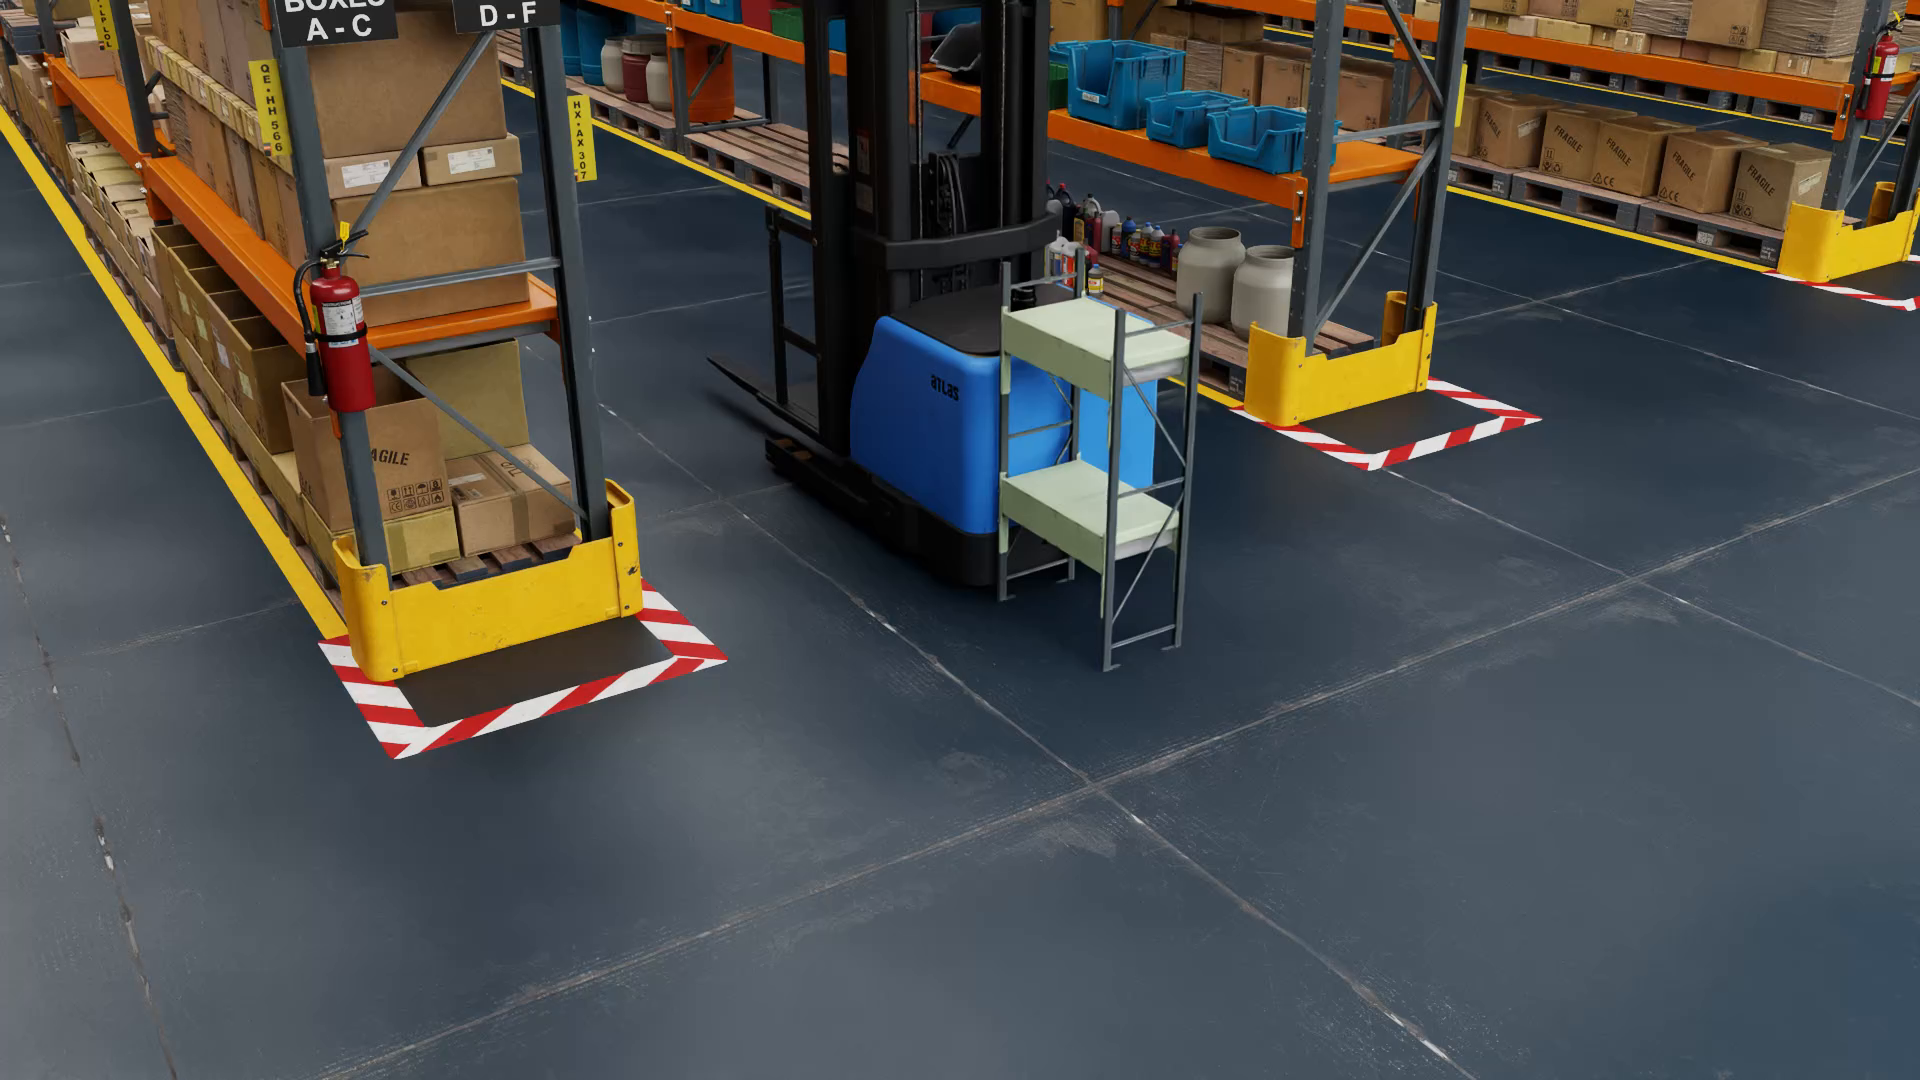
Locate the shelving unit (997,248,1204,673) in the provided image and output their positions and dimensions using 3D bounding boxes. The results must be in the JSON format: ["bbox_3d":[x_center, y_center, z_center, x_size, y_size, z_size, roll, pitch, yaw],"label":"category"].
[{"bbox_3d":[0.533,-0.328,6.689,0.431,1.500,0.755,-16,29,-30],"label":"shelving unit"}]

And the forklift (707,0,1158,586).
[{"bbox_3d":[-0.334,-1.708,7.936,1.130,2.935,3.031,-16,29,-30],"label":"forklift"}]

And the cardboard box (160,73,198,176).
[{"bbox_3d":[-3.866,-2.309,9.011,0.700,0.500,0.500,-16,30,-31],"label":"cardboard box"}]

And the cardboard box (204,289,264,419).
[{"bbox_3d":[-3.302,-0.932,8.062,0.500,0.500,0.500,-16,29,-30],"label":"cardboard box"}]

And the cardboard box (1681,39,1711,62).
[{"bbox_3d":[5.503,-3.597,12.151,0.380,0.149,0.250,-16,29,-30],"label":"cardboard box"}]

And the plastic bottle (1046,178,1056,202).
[{"bbox_3d":[0.632,-2.412,11.934,0.144,0.351,0.185,-16,30,-31],"label":"plastic bottle"}]

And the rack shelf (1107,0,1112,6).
[{"bbox_3d":[0.913,-6.550,18.953,1.077,0.370,4.000,-16,29,-30],"label":"rack shelf"}]

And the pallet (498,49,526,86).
[{"bbox_3d":[-4.762,-5.429,19.003,1.003,0.211,1.213,-16,29,-30],"label":"pallet"}]

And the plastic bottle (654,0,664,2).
[{"bbox_3d":[-2.723,-4.998,14.960,0.061,0.283,0.133,-16,29,-30],"label":"plastic bottle"}]

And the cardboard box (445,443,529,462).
[{"bbox_3d":[-2.312,-0.359,7.726,0.500,0.250,0.500,-16,29,-30],"label":"cardboard box"}]

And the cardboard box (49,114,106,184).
[{"bbox_3d":[-7.004,-3.201,13.429,0.500,0.500,0.500,-14,29,-28],"label":"cardboard box"}]

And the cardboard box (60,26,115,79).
[{"bbox_3d":[-5.971,-3.447,11.642,0.500,0.311,0.500,-16,30,-30],"label":"cardboard box"}]

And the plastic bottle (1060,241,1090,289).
[{"bbox_3d":[0.738,-1.762,10.645,0.152,0.276,0.135,-15,29,-29],"label":"plastic bottle"}]

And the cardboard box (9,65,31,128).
[{"bbox_3d":[-8.420,-4.122,15.380,0.500,0.500,0.500,-17,30,-32],"label":"cardboard box"}]

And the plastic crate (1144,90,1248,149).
[{"bbox_3d":[1.349,-2.419,9.536,0.499,0.251,0.408,-16,29,-30],"label":"plastic crate"}]

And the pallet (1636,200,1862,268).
[{"bbox_3d":[5.917,-2.363,12.508,1.003,0.211,1.213,-16,29,-30],"label":"pallet"}]

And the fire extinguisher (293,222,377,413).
[{"bbox_3d":[-2.254,-0.805,6.033,0.296,0.674,0.183,-16,29,-30],"label":"fire extinguisher"}]

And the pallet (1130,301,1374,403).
[{"bbox_3d":[1.703,-1.191,10.025,1.003,0.211,1.213,-16,29,-30],"label":"pallet"}]

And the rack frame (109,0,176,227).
[{"bbox_3d":[-4.113,-2.421,9.366,1.000,3.000,0.127,-16,29,-30],"label":"rack frame"}]

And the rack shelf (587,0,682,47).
[{"bbox_3d":[-3.236,-5.395,16.508,1.077,0.370,4.000,-16,29,-30],"label":"rack shelf"}]

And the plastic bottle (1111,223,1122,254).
[{"bbox_3d":[1.086,-2.066,11.375,0.097,0.201,0.097,0,25,0],"label":"plastic bottle"}]

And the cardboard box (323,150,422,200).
[{"bbox_3d":[-2.298,-1.422,6.371,0.380,0.149,0.250,-16,30,-30],"label":"cardboard box"}]

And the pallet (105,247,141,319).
[{"bbox_3d":[-5.218,-1.852,11.425,1.003,0.211,1.213,-16,29,-30],"label":"pallet"}]

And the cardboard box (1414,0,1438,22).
[{"bbox_3d":[4.054,-4.468,13.995,0.380,0.149,0.250,-16,29,-30],"label":"cardboard box"}]

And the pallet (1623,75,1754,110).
[{"bbox_3d":[7.915,-4.846,17.768,1.003,0.211,1.213,-16,29,-30],"label":"pallet"}]

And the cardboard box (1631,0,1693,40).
[{"bbox_3d":[5.485,-4.021,12.288,0.875,0.500,0.500,-16,29,-30],"label":"cardboard box"}]

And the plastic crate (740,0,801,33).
[{"bbox_3d":[-1.519,-4.385,13.450,0.402,0.464,0.583,-16,29,-30],"label":"plastic crate"}]

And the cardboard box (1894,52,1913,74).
[{"bbox_3d":[6.417,-3.342,11.610,0.380,0.149,0.250,-16,29,-30],"label":"cardboard box"}]

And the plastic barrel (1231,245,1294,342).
[{"bbox_3d":[1.799,-1.426,9.680,0.421,0.512,0.421,0,25,0],"label":"plastic barrel"}]

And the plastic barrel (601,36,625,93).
[{"bbox_3d":[-3.426,-4.826,16.882,0.421,0.512,0.421,0,25,0],"label":"plastic barrel"}]

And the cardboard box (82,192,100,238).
[{"bbox_3d":[-5.982,-2.363,11.972,0.500,0.250,0.500,-16,30,-31],"label":"cardboard box"}]

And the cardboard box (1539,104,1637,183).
[{"bbox_3d":[5.097,-3.229,13.513,0.500,0.500,0.500,-19,31,-34],"label":"cardboard box"}]

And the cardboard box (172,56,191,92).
[{"bbox_3d":[-3.705,-2.344,8.324,0.380,0.149,0.250,-16,30,-30],"label":"cardboard box"}]

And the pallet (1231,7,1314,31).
[{"bbox_3d":[4.459,-7.171,22.693,1.003,0.211,1.213,-16,29,-30],"label":"pallet"}]

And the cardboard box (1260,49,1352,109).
[{"bbox_3d":[3.321,-4.397,15.963,0.700,0.500,0.500,-18,31,-34],"label":"cardboard box"}]

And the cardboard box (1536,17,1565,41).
[{"bbox_3d":[4.757,-4.027,13.061,0.380,0.149,0.250,-16,29,-30],"label":"cardboard box"}]

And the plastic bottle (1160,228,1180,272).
[{"bbox_3d":[1.386,-1.921,10.972,0.061,0.283,0.133,-15,29,-29],"label":"plastic bottle"}]

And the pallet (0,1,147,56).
[{"bbox_3d":[-6.726,-3.992,12.916,1.213,0.211,1.003,-16,29,-30],"label":"pallet"}]

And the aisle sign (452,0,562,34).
[{"bbox_3d":[-1.637,-2.214,5.882,0.394,0.787,0.004,-16,29,-30],"label":"aisle sign"}]

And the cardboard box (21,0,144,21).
[{"bbox_3d":[-6.735,-4.286,12.707,0.500,0.500,0.700,18,31,33],"label":"cardboard box"}]

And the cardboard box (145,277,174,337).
[{"bbox_3d":[-4.582,-1.449,10.034,0.500,0.250,0.500,-16,30,-30],"label":"cardboard box"}]

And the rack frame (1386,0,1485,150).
[{"bbox_3d":[4.189,-4.729,14.253,1.000,3.000,0.127,-16,29,-30],"label":"rack frame"}]

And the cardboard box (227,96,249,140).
[{"bbox_3d":[-3.006,-1.884,7.351,0.380,0.149,0.250,-15,29,-28],"label":"cardboard box"}]

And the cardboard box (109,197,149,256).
[{"bbox_3d":[-5.134,-2.063,10.679,0.500,0.311,0.500,-16,29,-30],"label":"cardboard box"}]

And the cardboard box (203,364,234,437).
[{"bbox_3d":[-3.577,-0.771,8.599,0.500,0.250,0.500,-16,29,-30],"label":"cardboard box"}]

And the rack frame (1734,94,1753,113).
[{"bbox_3d":[8.400,-5.848,16.625,1.000,3.000,0.127,-16,29,-30],"label":"rack frame"}]

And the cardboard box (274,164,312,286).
[{"bbox_3d":[-2.464,-1.393,7.069,0.700,0.500,0.500,-15,29,-28],"label":"cardboard box"}]

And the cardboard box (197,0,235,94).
[{"bbox_3d":[-3.044,-2.358,7.594,0.700,0.500,0.500,-16,29,-30],"label":"cardboard box"}]

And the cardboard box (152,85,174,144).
[{"bbox_3d":[-4.419,-2.520,9.749,0.500,0.250,0.500,-14,28,-26],"label":"cardboard box"}]

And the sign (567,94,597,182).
[{"bbox_3d":[-1.461,-1.545,6.403,0.100,0.325,0.005,-16,29,-30],"label":"sign"}]
